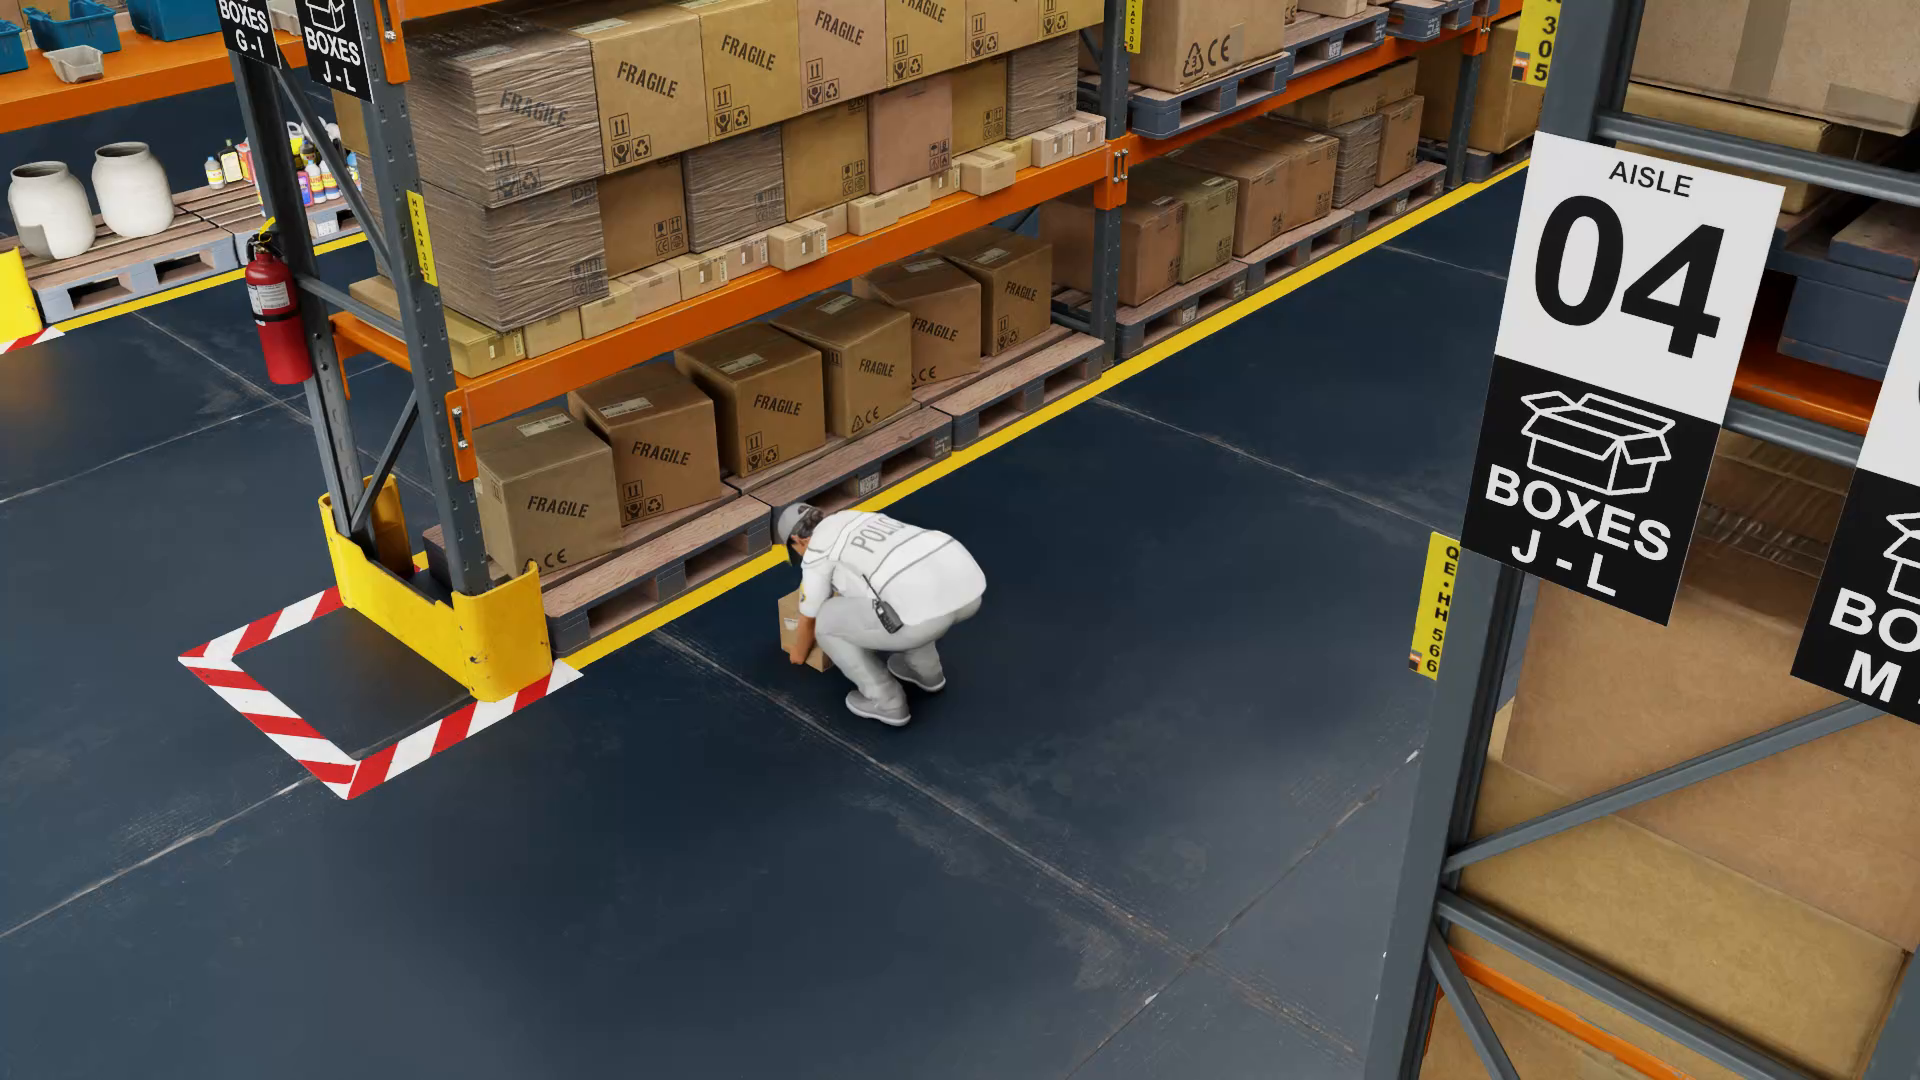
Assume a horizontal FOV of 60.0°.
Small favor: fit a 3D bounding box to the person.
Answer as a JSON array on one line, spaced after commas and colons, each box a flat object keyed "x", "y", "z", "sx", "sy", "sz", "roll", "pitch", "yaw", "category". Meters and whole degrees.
[{"x": -0.356, "y": 0.264, "z": 6.587, "sx": 0.919, "sy": 0.772, "sz": 0.505, "roll": 24, "pitch": 39, "yaw": 34, "category": "person"}]
